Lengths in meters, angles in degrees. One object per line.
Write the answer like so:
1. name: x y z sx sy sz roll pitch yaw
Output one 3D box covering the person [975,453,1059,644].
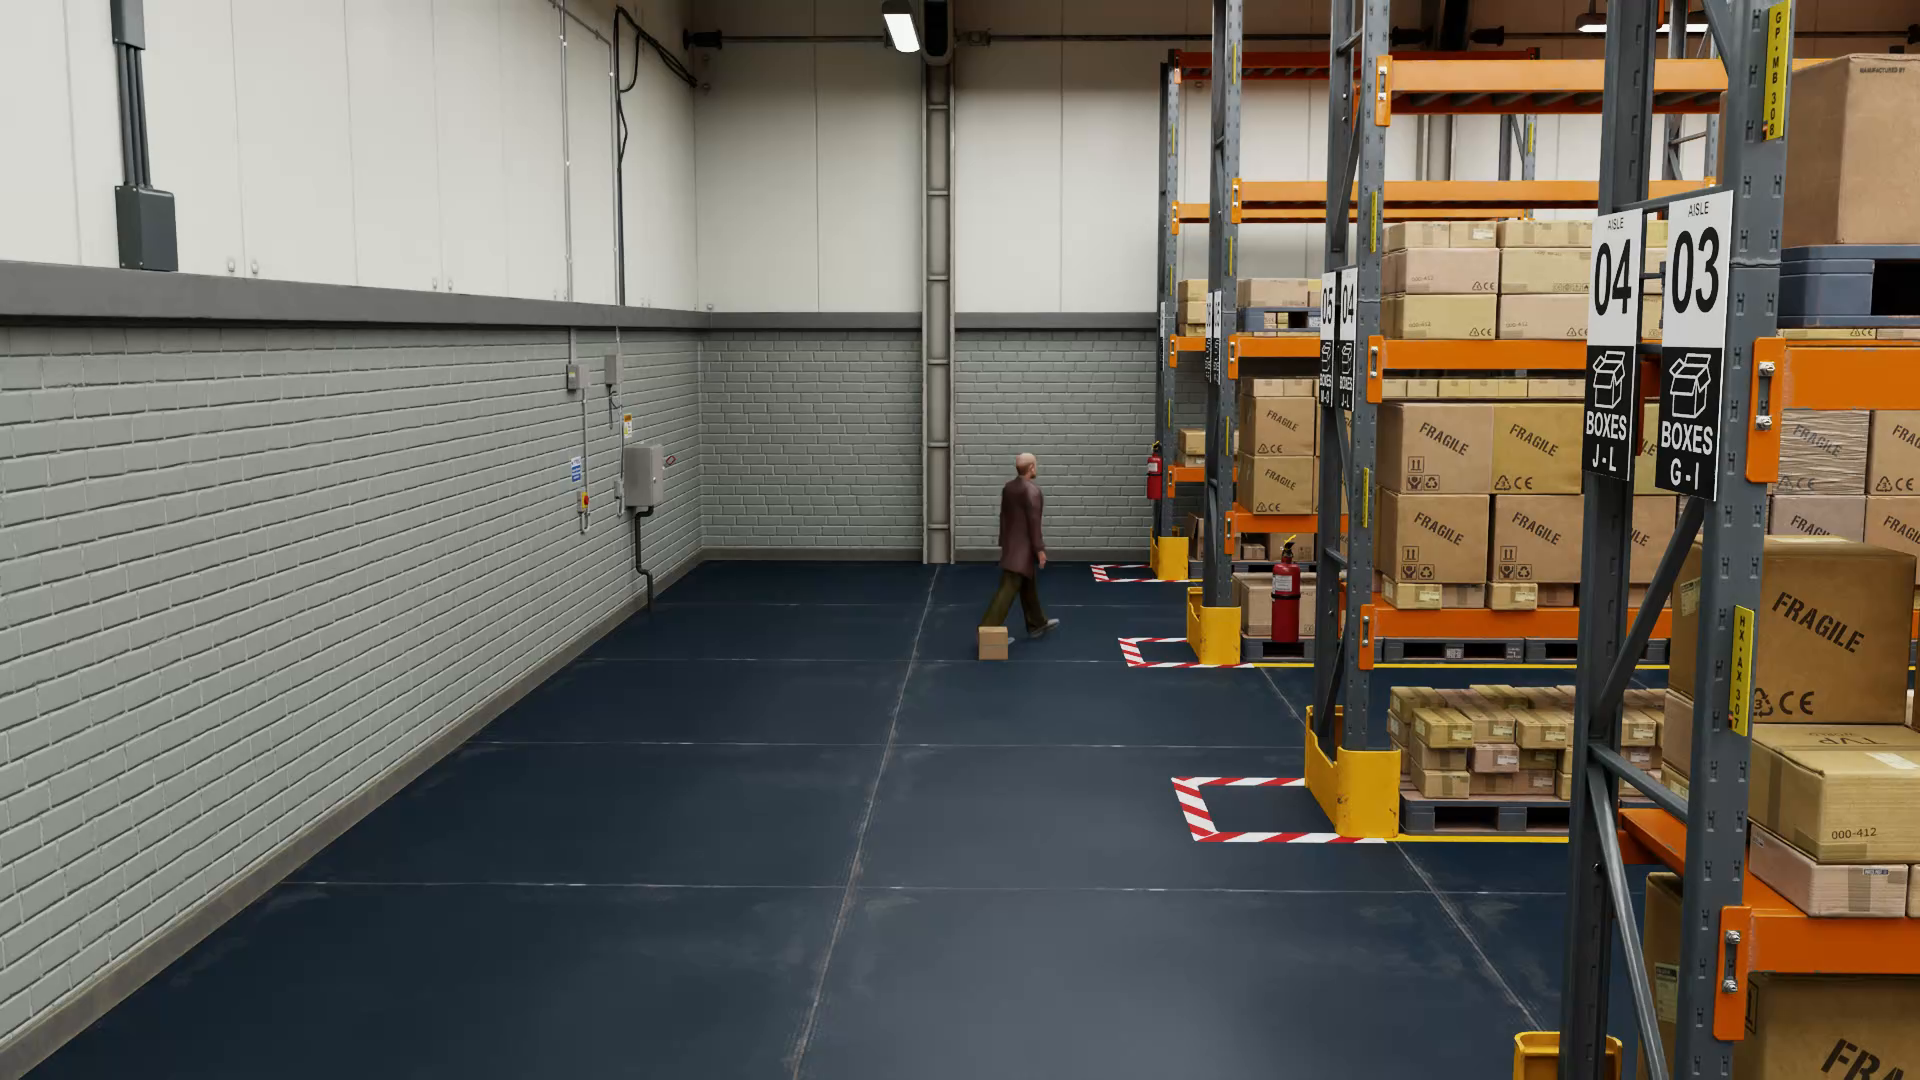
1. person: 0.572 0.078 15.220 1.006 1.749 0.652 -3 8 -21
